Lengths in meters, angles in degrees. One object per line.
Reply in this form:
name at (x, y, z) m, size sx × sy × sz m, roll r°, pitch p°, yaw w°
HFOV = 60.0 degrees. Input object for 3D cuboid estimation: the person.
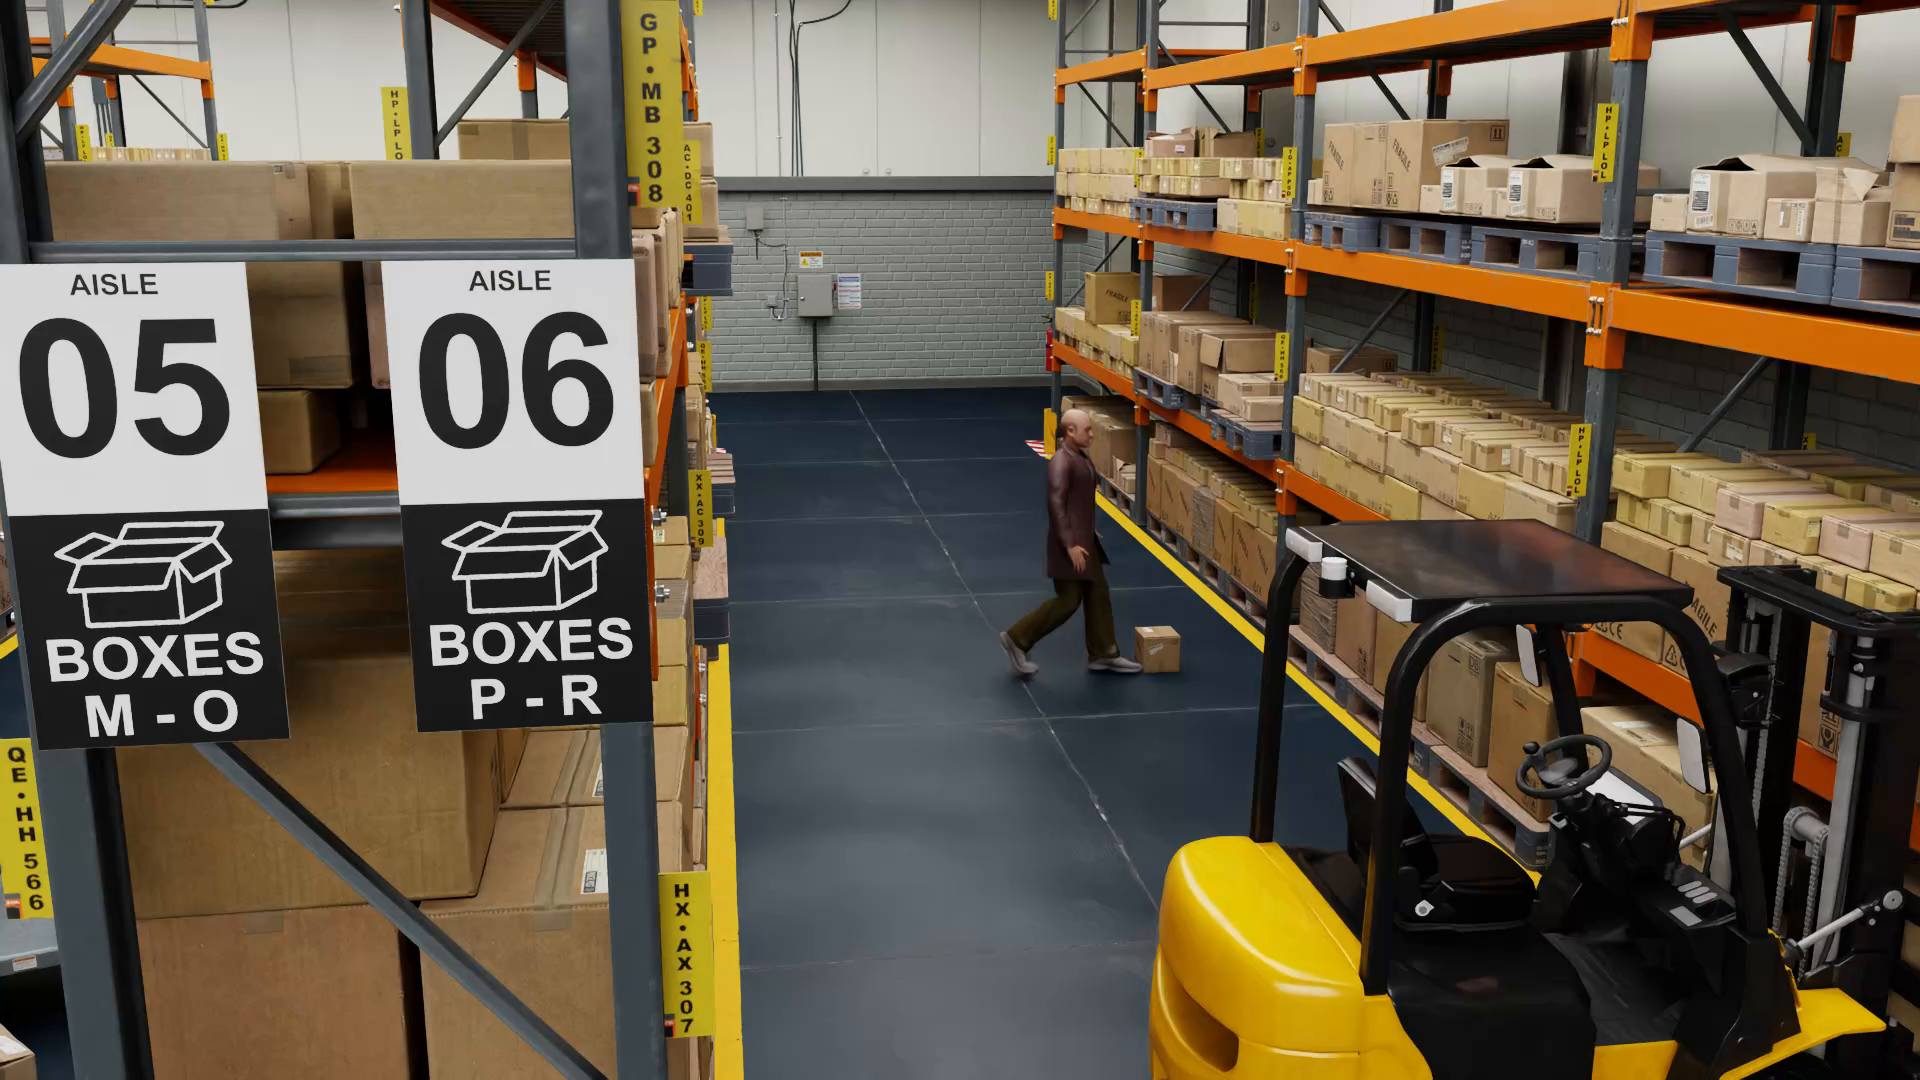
person at (0.758, 0.018, 10.996) m, size 0.942 × 1.764 × 0.714 m, roll 3°, pitch 13°, yaw 13°
